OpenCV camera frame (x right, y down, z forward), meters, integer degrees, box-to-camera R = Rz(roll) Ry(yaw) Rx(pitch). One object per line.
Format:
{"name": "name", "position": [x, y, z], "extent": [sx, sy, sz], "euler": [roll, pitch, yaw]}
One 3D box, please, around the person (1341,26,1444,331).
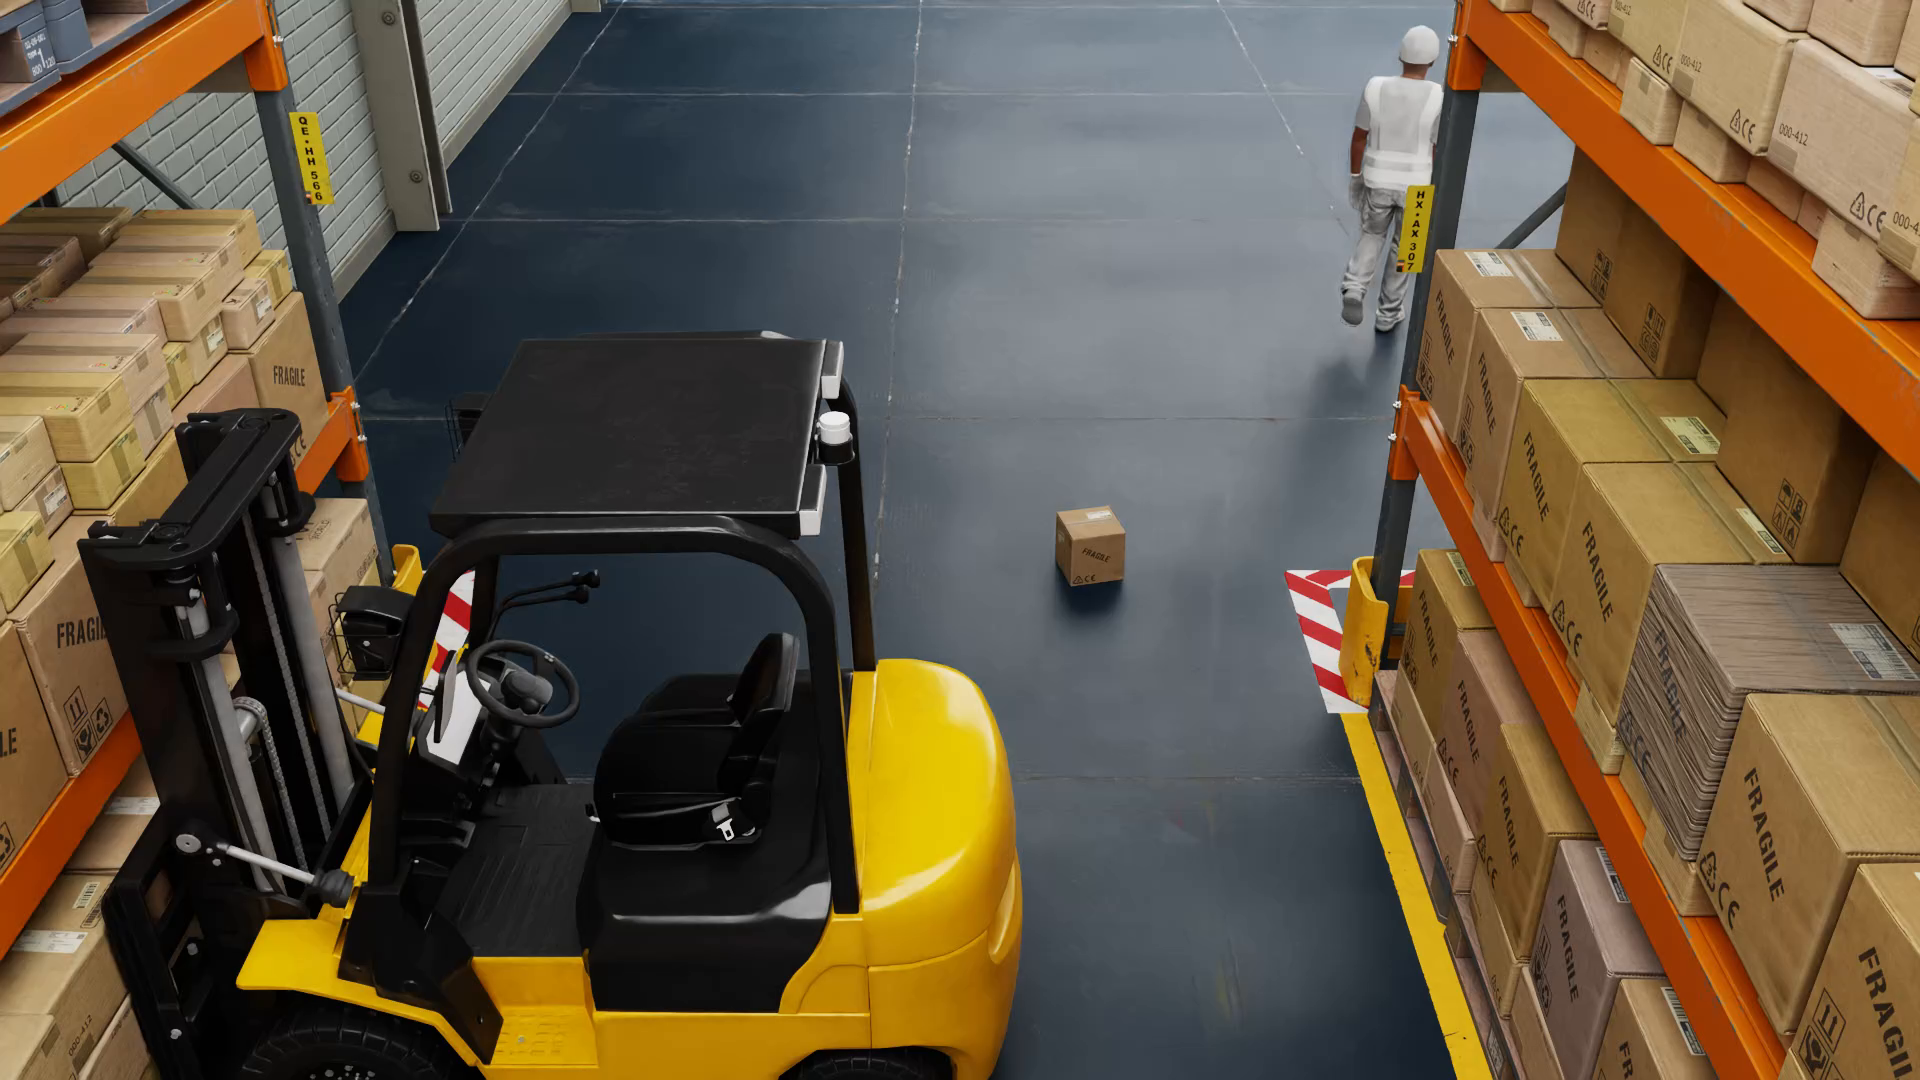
{"name": "person", "position": [2.460, -2.006, 9.386], "extent": [0.551, 1.771, 0.590], "euler": [17, 35, 26]}
